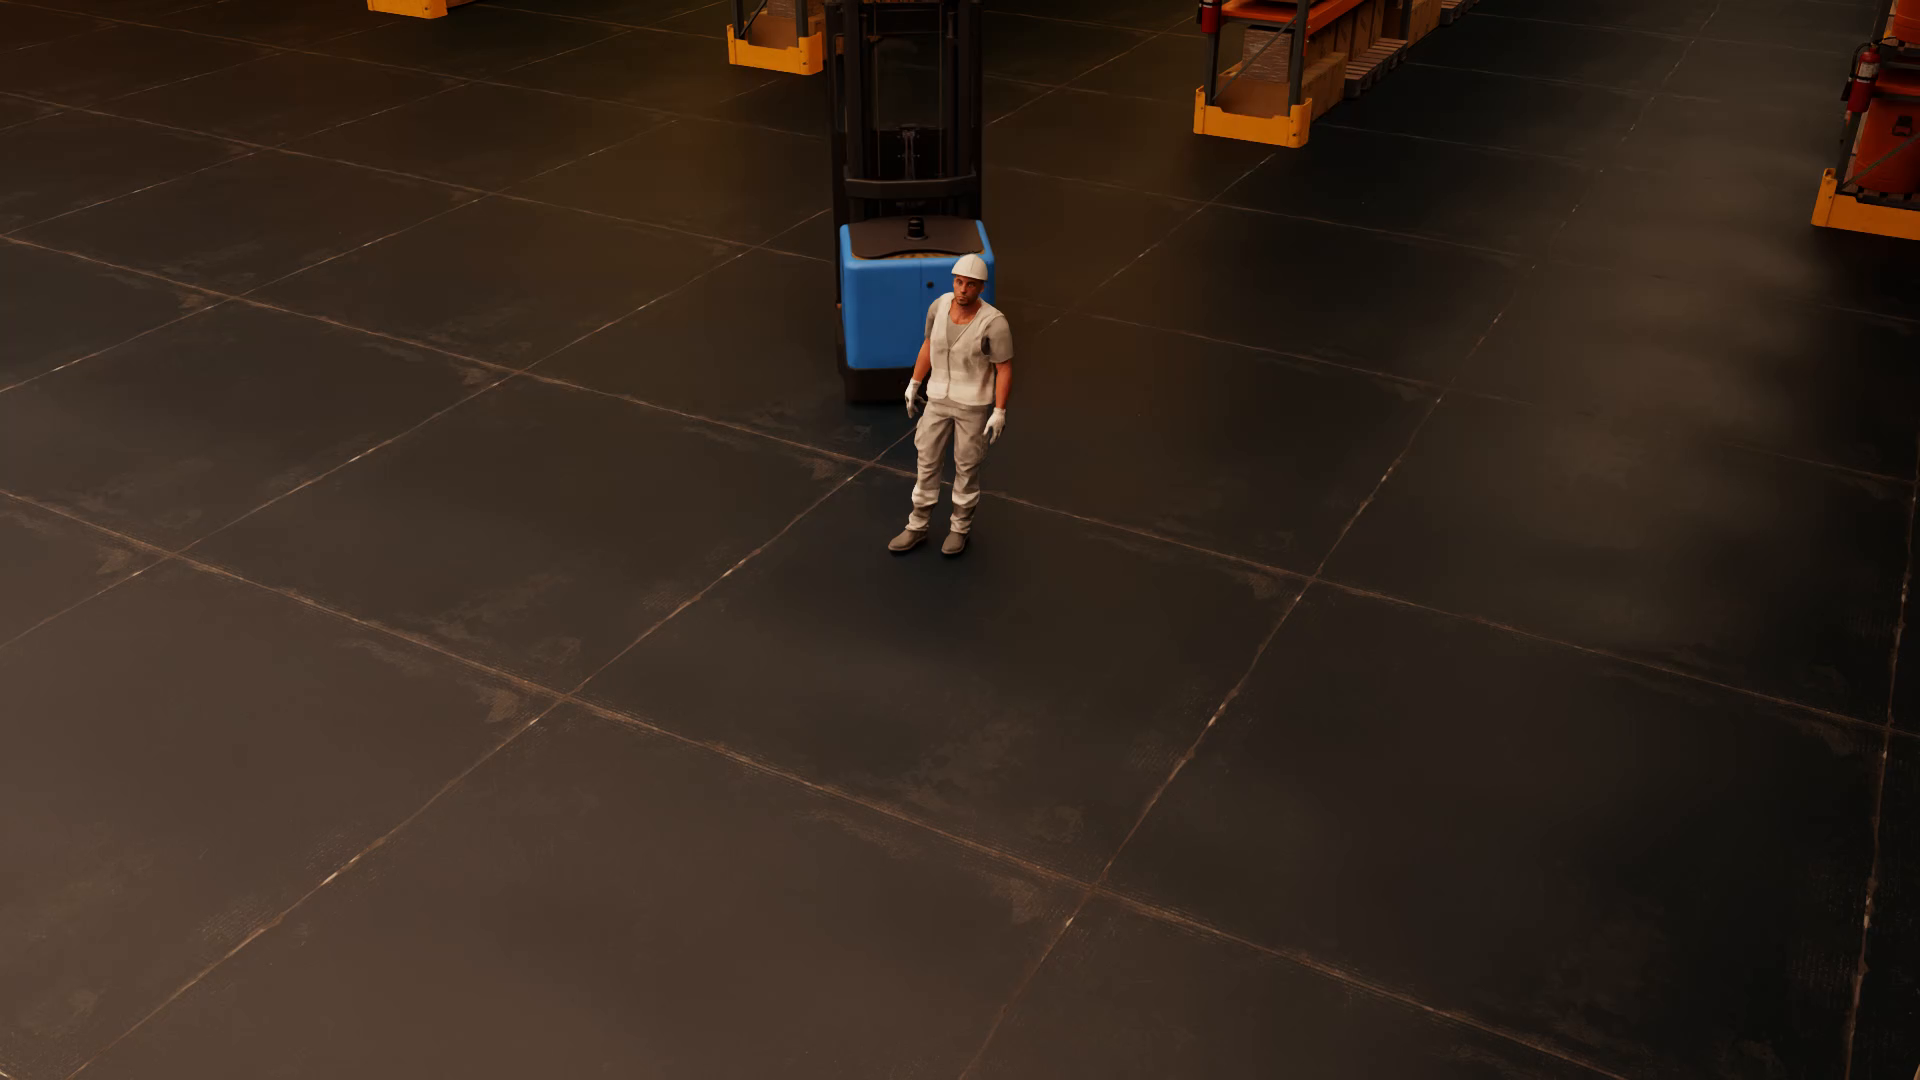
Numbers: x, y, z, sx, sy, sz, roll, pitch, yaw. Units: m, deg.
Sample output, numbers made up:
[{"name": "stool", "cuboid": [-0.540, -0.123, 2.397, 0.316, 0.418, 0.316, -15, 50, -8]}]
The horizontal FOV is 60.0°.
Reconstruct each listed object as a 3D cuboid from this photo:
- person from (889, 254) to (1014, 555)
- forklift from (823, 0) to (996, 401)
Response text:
[{"name": "person", "cuboid": [-0.050, -0.749, 9.497, 0.637, 1.787, 0.564, 15, 33, 25]}, {"name": "forklift", "cuboid": [-0.413, -2.944, 12.171, 1.130, 2.935, 3.031, -3, 30, -5]}]
